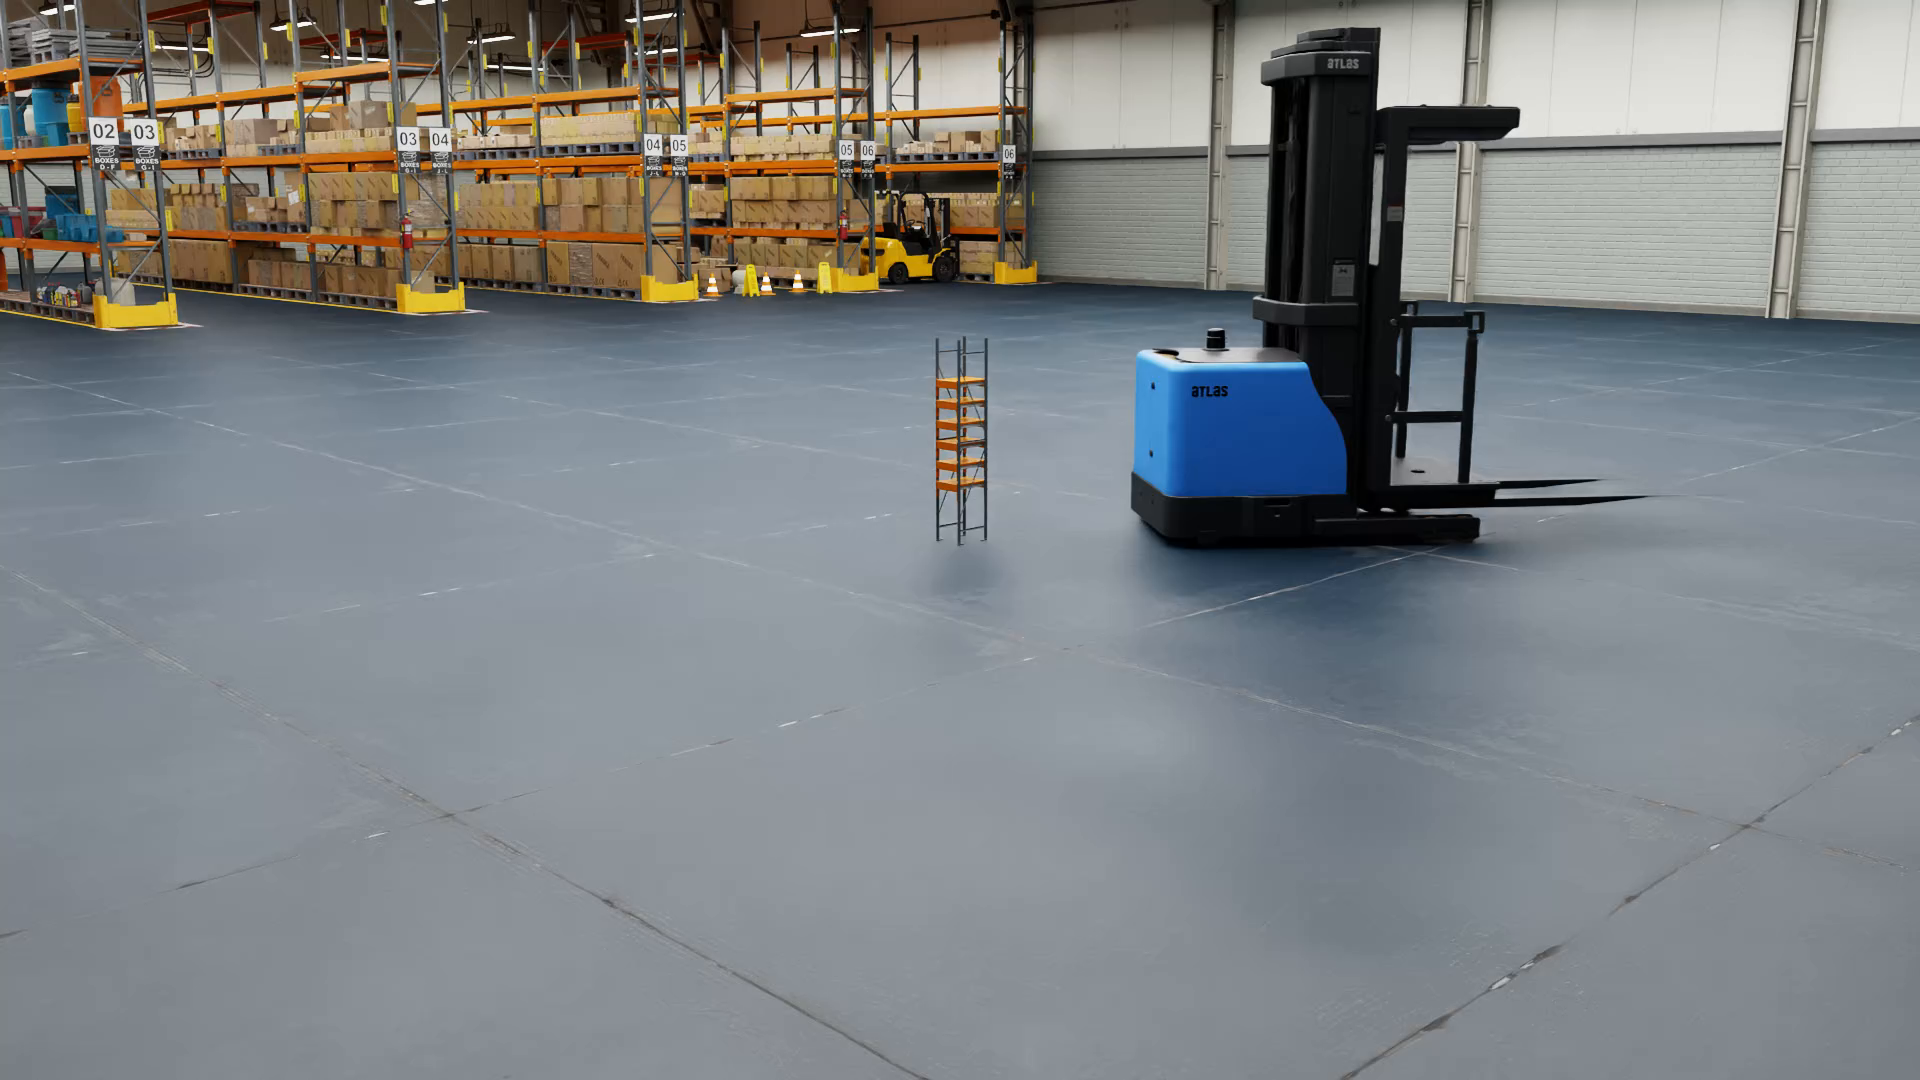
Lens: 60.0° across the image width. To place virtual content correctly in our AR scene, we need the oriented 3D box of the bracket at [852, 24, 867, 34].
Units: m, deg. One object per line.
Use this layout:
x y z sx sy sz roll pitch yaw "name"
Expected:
-2.620 -13.335 43.416 0.235 0.232 0.430 -11 16 -43 "bracket"

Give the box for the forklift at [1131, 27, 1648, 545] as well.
2.636 -1.514 9.995 3.031 2.935 1.130 -1 12 -7 "forklift"

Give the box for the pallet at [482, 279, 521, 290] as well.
-9.972 -5.742 37.261 1.003 0.211 1.213 -11 16 -43 "pallet"

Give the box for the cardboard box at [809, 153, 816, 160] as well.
-3.068 -8.383 36.357 0.380 0.149 0.250 -10 15 -41 "cardboard box"

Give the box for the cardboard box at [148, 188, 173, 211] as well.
-18.230 -7.788 38.058 0.500 0.500 0.500 -10 15 -41 "cardboard box"

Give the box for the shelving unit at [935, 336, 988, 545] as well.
0.010 -0.586 9.780 0.258 1.200 0.189 -11 16 -43 "shelving unit"

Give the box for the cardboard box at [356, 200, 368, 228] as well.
-10.539 -5.982 30.527 0.875 0.500 0.500 -11 16 -43 "cardboard box"

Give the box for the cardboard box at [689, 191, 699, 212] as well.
-6.208 -8.117 39.849 0.500 0.500 0.500 -10 15 -41 "cardboard box"

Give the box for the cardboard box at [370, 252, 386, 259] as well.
-14.496 -7.112 41.548 0.380 0.149 0.250 -10 15 -41 "cardboard box"

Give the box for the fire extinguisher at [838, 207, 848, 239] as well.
-2.519 -6.830 35.821 0.296 0.674 0.183 -11 16 -43 "fire extinguisher"

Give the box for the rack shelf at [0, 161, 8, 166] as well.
-19.921 -7.454 33.006 1.077 0.370 4.000 -11 16 -43 "rack shelf"

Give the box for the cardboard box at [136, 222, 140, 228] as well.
-19.055 -7.382 38.933 0.380 0.149 0.250 -11 16 -43 "cardboard box"

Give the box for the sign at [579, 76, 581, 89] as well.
-10.168 -12.212 44.374 0.100 0.325 0.005 -11 16 -43 "sign"

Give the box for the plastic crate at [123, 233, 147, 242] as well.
-13.400 -4.924 27.031 0.298 0.136 0.250 -11 16 -43 "plastic crate"

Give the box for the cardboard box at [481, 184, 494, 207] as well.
-10.291 -7.735 37.298 0.700 0.500 0.500 -11 16 -43 "cardboard box"

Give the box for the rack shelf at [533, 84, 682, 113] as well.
-7.157 -8.926 33.710 1.077 0.370 4.000 -11 16 -43 "rack shelf"

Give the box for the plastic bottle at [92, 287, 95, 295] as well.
-14.825 -4.199 28.502 0.061 0.283 0.133 -11 16 -43 "plastic bottle"

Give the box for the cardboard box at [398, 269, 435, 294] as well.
-9.852 -4.643 30.166 0.500 0.500 0.500 -7 14 -32 "cardboard box"

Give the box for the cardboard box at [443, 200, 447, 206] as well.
-11.970 -7.793 38.413 0.250 0.149 0.380 11 16 43 "cardboard box"

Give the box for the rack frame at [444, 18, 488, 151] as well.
-11.300 -10.350 37.848 1.000 3.000 0.127 -11 16 -43 "rack frame"

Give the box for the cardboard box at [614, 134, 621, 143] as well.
-6.601 -7.921 32.823 0.380 0.149 0.250 -11 16 -42 "cardboard box"

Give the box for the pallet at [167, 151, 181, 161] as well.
-17.051 -8.568 37.104 1.217 0.209 0.805 11 16 43 "pallet"

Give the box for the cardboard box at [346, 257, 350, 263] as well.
-15.520 -7.198 42.704 0.380 0.149 0.250 -10 15 -40 "cardboard box"

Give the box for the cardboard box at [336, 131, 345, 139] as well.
-11.266 -7.467 30.671 0.380 0.149 0.250 -11 16 -44 "cardboard box"

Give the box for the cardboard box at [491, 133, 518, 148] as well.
-9.907 -8.733 36.366 0.500 0.311 0.500 11 16 43 "cardboard box"

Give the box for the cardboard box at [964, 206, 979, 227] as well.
0.441 -7.802 40.100 0.500 0.500 0.500 -10 15 -41 "cardboard box"

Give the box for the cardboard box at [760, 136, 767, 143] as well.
-4.300 -9.033 37.534 0.250 0.149 0.380 11 16 43 "cardboard box"

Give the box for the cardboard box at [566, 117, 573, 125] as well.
-7.827 -8.570 34.001 0.380 0.149 0.250 -11 16 -42 "cardboard box"

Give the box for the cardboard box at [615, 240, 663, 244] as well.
-8.207 -7.394 42.590 0.875 0.875 0.875 -11 16 -43 "cardboard box"

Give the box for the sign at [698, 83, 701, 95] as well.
-7.370 -12.754 47.005 0.100 0.325 0.005 -11 16 -43 "sign"

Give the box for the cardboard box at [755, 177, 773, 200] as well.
-4.216 -7.968 37.689 0.700 0.500 0.500 -11 16 -44 "cardboard box"

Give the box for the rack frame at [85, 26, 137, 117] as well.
-20.482 -10.841 40.231 1.000 3.000 0.127 -11 16 -43 "rack frame"

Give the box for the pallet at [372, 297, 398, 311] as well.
-10.020 -4.337 30.437 1.003 0.211 1.213 -11 16 -43 "pallet"

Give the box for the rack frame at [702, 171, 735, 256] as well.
-6.965 -9.392 48.066 1.000 3.000 0.127 -11 16 -43 "rack frame"

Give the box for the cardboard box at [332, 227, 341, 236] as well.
-11.586 -5.807 31.286 0.380 0.149 0.250 -11 16 -43 "cardboard box"

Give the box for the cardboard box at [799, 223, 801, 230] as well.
-3.370 -7.003 37.090 0.380 0.149 0.250 -11 16 -42 "cardboard box"

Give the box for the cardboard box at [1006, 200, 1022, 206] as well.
1.276 -8.093 39.906 0.250 0.149 0.380 11 16 44 "cardboard box"

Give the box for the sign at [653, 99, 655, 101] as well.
-9.312 -13.524 50.545 0.100 0.325 0.005 -11 16 -43 "sign"

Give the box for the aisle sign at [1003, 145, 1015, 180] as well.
1.155 -8.864 39.058 0.394 0.787 0.004 -11 16 -43 "aisle sign"

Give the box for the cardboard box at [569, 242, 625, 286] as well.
-7.529 -5.760 34.663 0.875 0.875 0.875 -11 16 -42 "cardboard box"

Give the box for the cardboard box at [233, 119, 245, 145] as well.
-14.471 -8.319 33.938 0.500 0.500 0.500 -11 16 -42 "cardboard box"

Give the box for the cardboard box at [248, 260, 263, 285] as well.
-14.480 -5.632 34.917 0.500 0.500 0.700 11 16 42 "cardboard box"

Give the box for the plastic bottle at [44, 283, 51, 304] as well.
-15.520 -4.204 28.357 0.144 0.351 0.185 -10 16 -41 "plastic bottle"

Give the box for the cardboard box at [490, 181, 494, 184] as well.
-12.940 -9.968 46.525 0.380 0.149 0.250 -10 15 -41 "cardboard box"

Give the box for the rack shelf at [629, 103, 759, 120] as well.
-6.409 -10.214 39.964 1.077 0.370 4.000 -11 16 -43 "rack shelf"

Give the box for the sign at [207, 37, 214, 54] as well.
-15.356 -10.131 34.076 0.100 0.325 0.005 -11 16 -43 "sign"

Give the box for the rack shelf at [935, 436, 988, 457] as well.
0.010 -0.542 9.789 0.258 0.103 0.180 -11 16 -43 "rack shelf"

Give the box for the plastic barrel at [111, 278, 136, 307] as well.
-13.525 -3.950 26.776 0.421 0.512 0.421 0 12 0 "plastic barrel"

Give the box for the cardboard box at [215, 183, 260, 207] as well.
-15.450 -7.385 35.587 0.797 0.503 0.637 -10 15 -41 "cardboard box"

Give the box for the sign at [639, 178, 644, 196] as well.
-6.177 -6.854 32.288 0.100 0.325 0.005 -11 16 -43 "sign"

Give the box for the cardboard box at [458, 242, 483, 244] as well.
-11.601 -6.895 39.239 0.500 0.250 0.500 11 16 43 "cardboard box"

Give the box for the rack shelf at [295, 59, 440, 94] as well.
-10.814 -8.444 30.387 1.077 0.370 4.000 -11 16 -43 "rack shelf"
